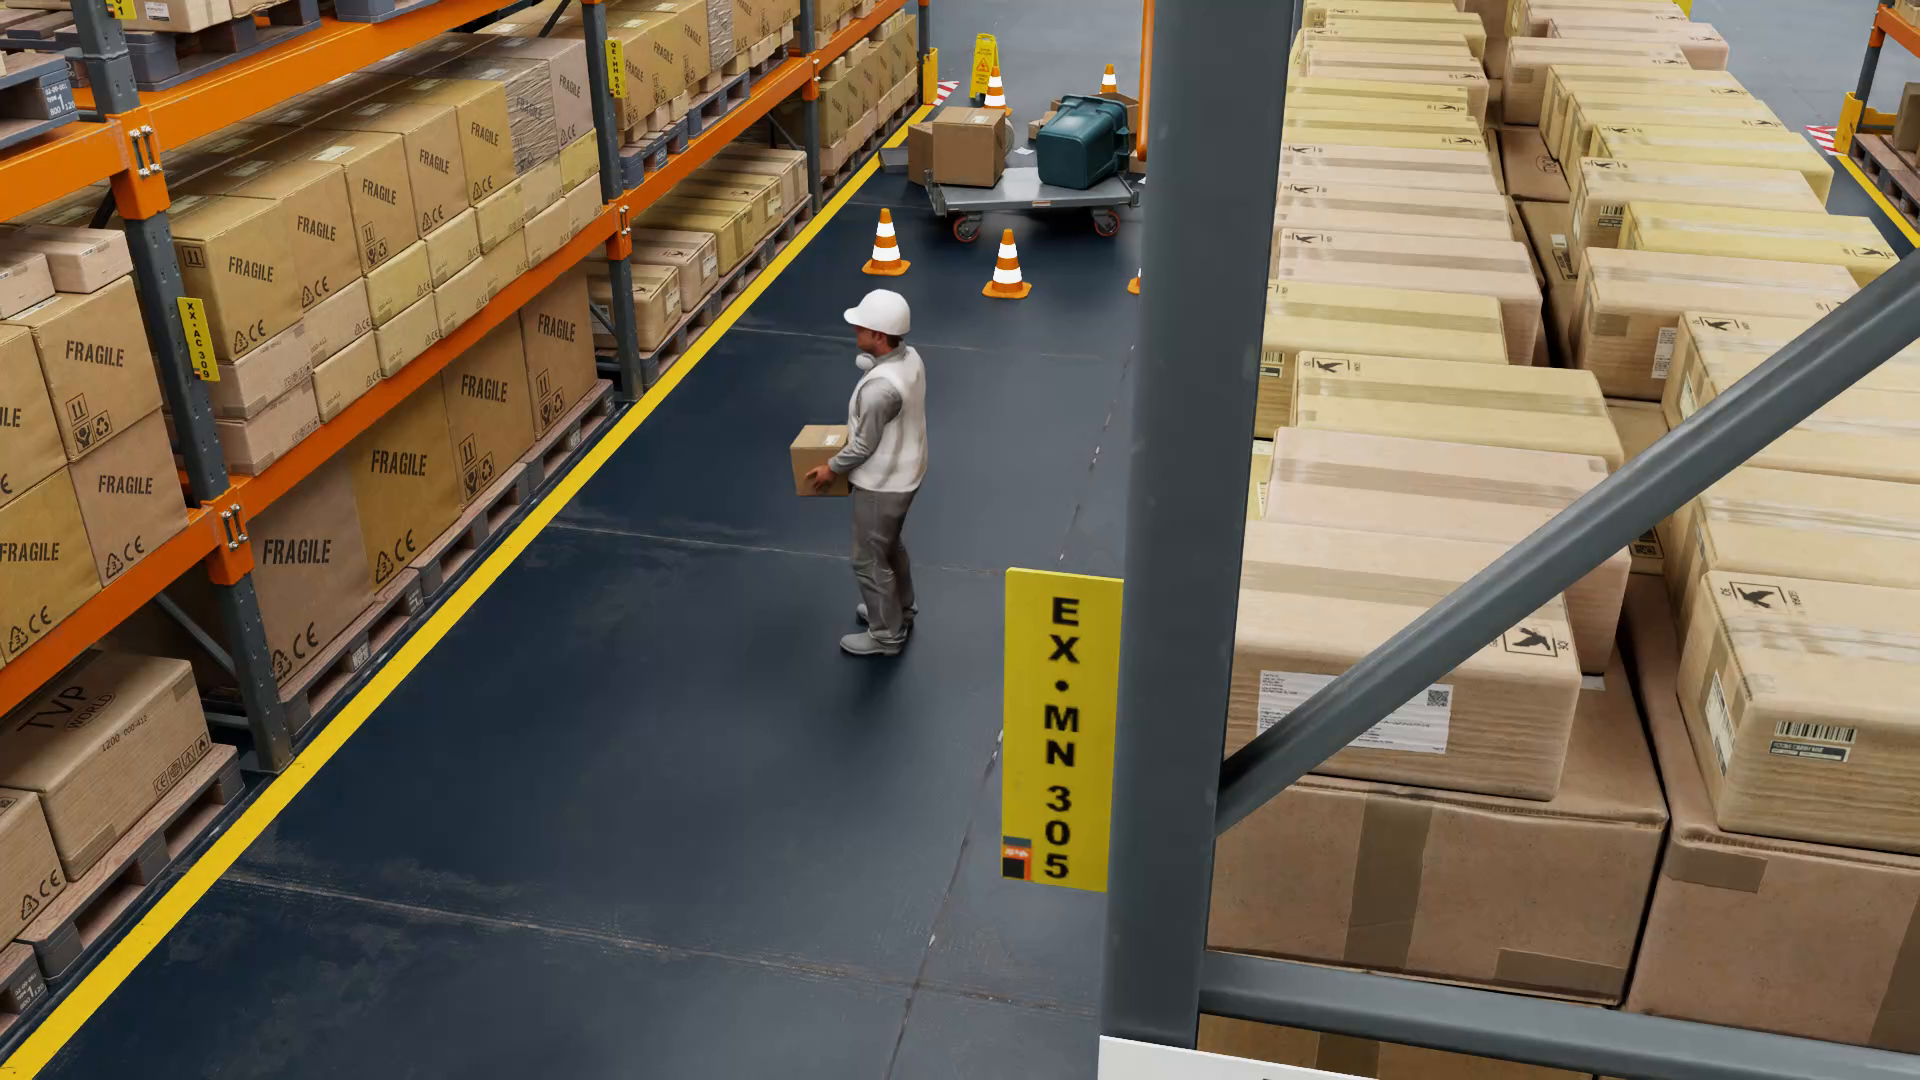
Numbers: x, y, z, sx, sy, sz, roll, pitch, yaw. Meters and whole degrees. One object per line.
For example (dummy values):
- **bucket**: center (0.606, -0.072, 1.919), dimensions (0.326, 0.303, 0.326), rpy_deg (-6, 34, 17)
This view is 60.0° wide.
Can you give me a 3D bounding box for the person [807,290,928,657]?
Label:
- **person**: center (-0.416, -0.309, 7.657), dimensions (0.522, 1.779, 0.532), rpy_deg (6, 29, 10)
